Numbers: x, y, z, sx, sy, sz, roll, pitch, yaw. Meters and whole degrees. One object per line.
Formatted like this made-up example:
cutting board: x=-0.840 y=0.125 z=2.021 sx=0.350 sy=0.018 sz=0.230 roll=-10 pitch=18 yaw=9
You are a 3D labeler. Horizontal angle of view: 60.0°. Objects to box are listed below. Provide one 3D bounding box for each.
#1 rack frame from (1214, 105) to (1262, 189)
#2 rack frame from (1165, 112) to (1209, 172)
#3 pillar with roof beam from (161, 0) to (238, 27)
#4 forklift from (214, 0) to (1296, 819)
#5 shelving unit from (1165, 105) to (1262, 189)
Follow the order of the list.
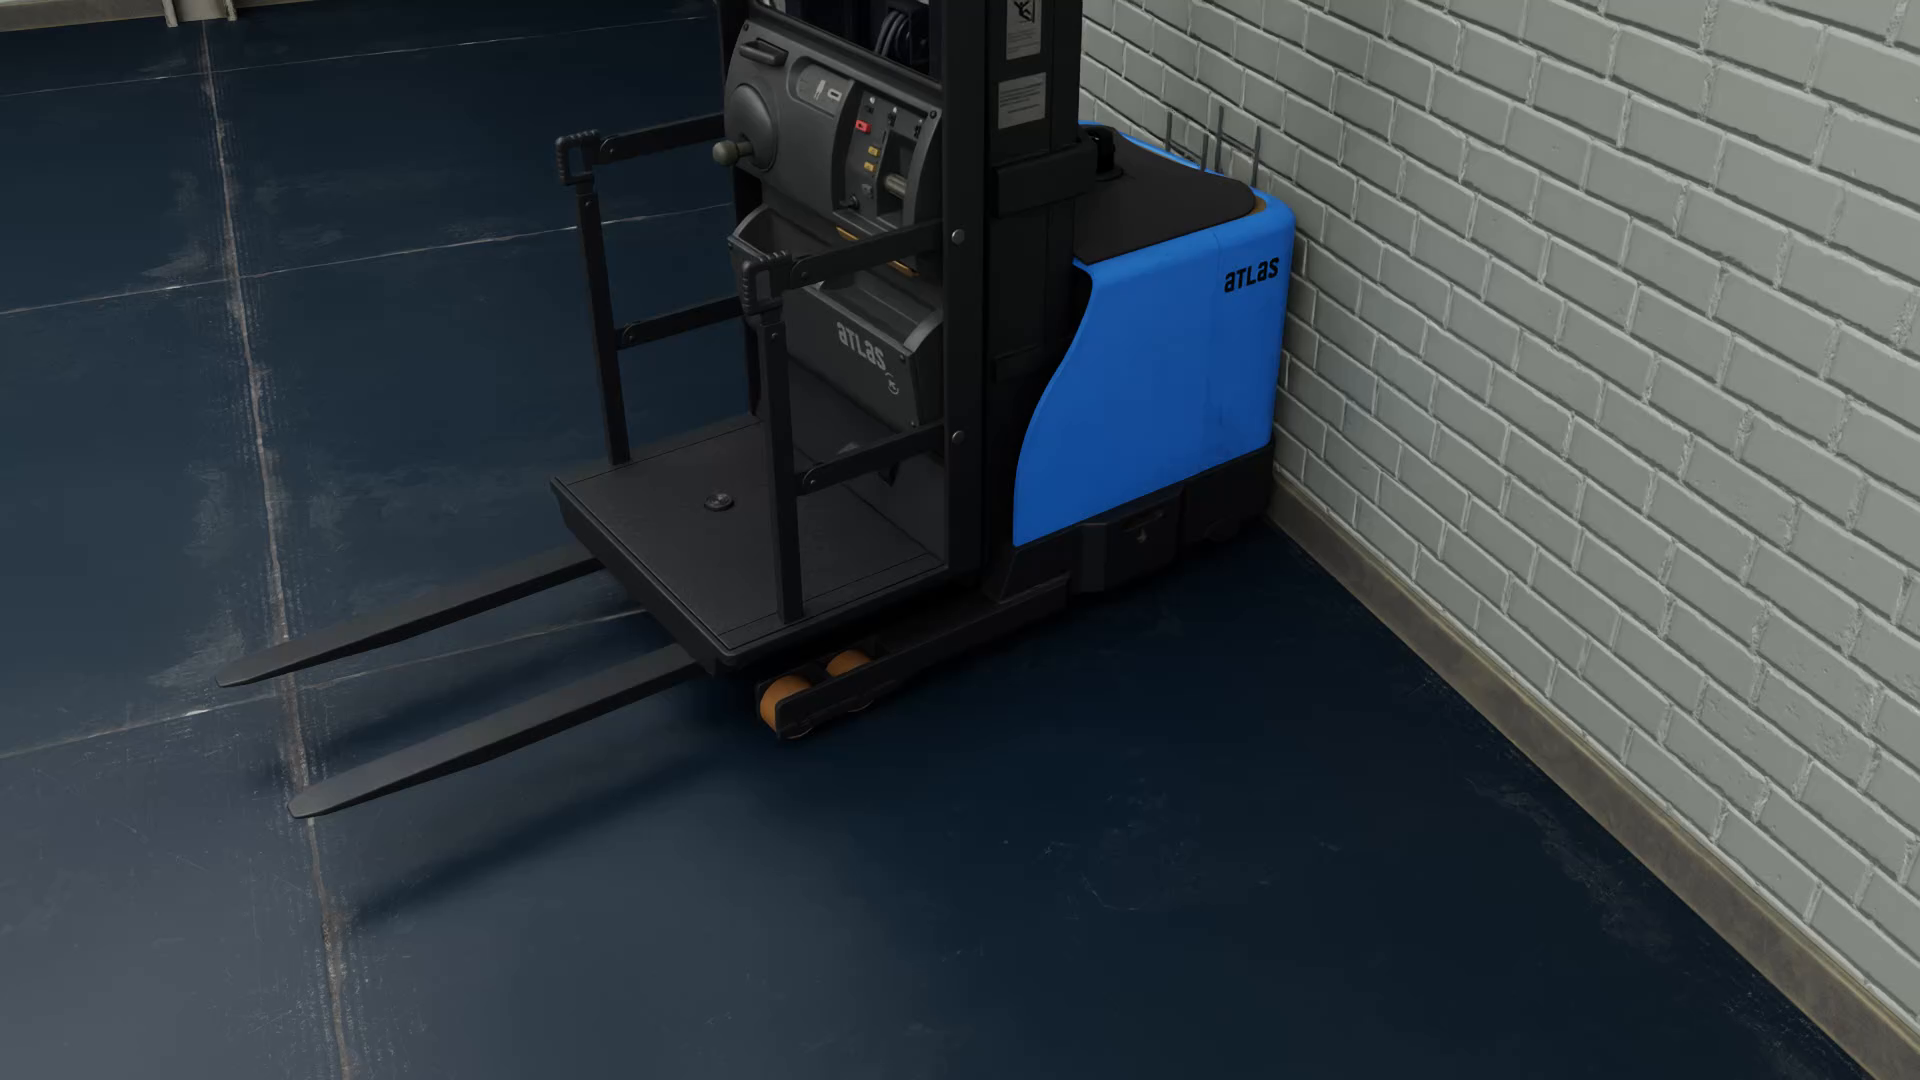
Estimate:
rack frame: x=0.851 y=-0.782 z=5.379 sx=0.006 sy=1.200 sz=0.240 roll=-12 pitch=34 yaw=-19
rack frame: x=0.682 y=-0.745 z=5.319 sx=0.006 sy=1.200 sz=0.240 roll=-12 pitch=34 yaw=-19
pillar with roof beam: x=-2.964 y=-4.804 z=4.382 sx=0.400 sy=9.000 sz=9.100 roll=-13 pitch=35 yaw=-19
forklift: x=-0.510 y=-1.028 z=4.142 sx=3.031 sy=2.935 sz=1.130 roll=-21 pitch=39 yaw=-29
shelving unit: x=0.767 y=-0.763 z=5.349 sx=0.189 sy=1.200 sz=0.258 roll=-12 pitch=34 yaw=-19
